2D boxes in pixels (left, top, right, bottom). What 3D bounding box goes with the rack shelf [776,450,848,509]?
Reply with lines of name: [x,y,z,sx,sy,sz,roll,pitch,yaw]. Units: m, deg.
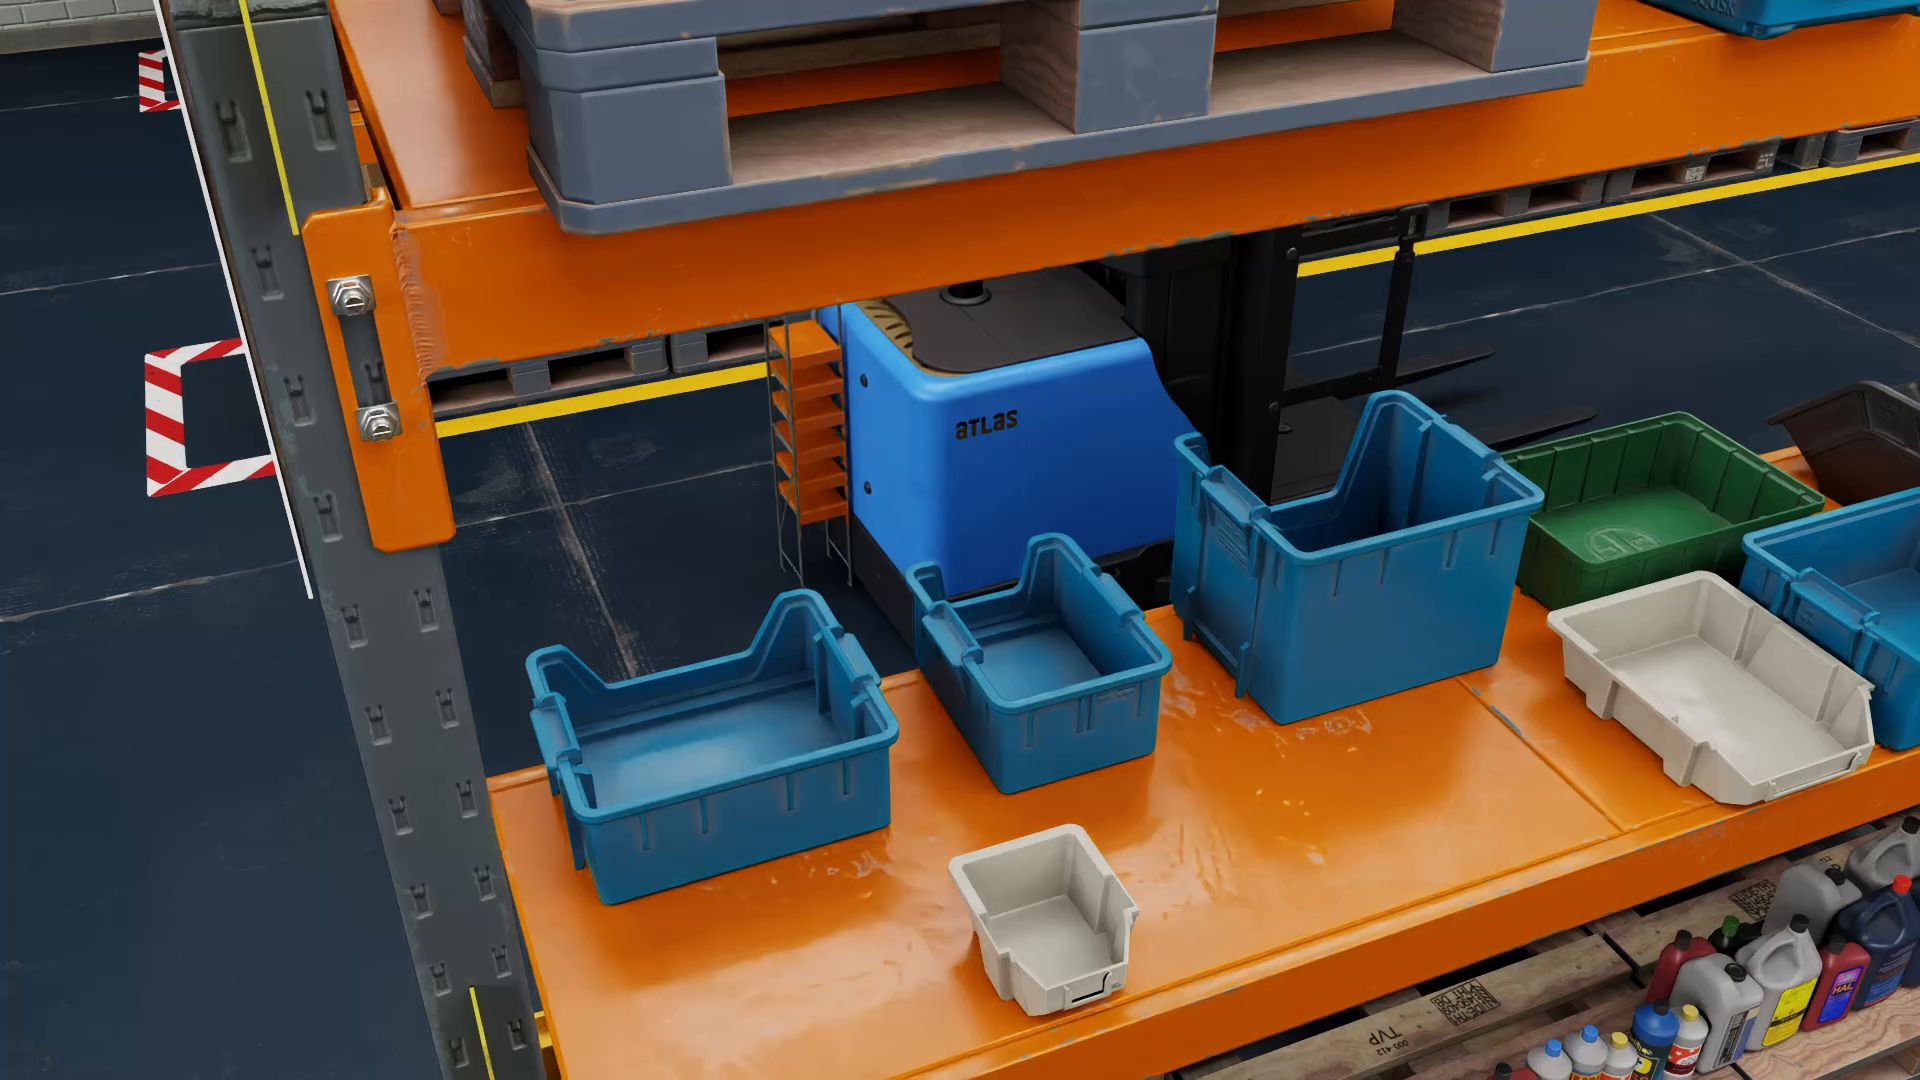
rack shelf: [-0.522,-0.230,5.804,0.180,0.103,0.258,-14,36,-21]

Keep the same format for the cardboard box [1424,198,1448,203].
cardboard box: [2.387,-1.979,8.677,0.500,0.250,0.500,-14,36,-20]

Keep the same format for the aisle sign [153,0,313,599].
aisle sign: [-0.757,-0.368,1.681,0.004,0.787,0.394,-13,35,-19]

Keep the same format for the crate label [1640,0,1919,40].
crate label: [1.050,-0.864,2.214,0.408,0.251,0.502,-13,35,-19]

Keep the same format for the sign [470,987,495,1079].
sign: [-0.595,0.721,2.138,0.005,0.325,0.100,-13,35,-19]

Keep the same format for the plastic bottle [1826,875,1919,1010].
plastic bottle: [2.225,0.962,4.046,0.185,0.351,0.144,-15,36,-21]

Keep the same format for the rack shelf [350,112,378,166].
rack shelf: [-0.874,-2.053,7.314,4.000,0.370,1.077,-13,35,-19]

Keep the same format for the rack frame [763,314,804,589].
rack frame: [-0.605,-0.346,5.682,0.006,1.200,0.240,-14,36,-21]

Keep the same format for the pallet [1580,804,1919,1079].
pallet: [2.249,1.005,4.512,1.213,0.211,1.003,-13,35,-19]

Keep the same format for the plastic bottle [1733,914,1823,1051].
plastic bottle: [1.928,1.031,3.941,0.185,0.351,0.144,-13,35,-19]

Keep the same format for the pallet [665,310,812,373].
pallet: [-0.906,-1.201,7.903,1.213,0.211,1.003,-13,35,-19]

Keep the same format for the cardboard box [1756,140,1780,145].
cardboard box: [4.268,-2.411,9.341,0.500,0.250,0.500,-12,35,-18]

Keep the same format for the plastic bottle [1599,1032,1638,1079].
plastic bottle: [1.488,1.208,3.806,0.097,0.201,0.097,0,33,0]

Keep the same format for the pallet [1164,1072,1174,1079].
pallet: [-0.001,1.520,3.721,1.213,0.211,1.003,-13,35,-19]

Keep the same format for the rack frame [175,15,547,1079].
rack frame: [-0.804,0.560,2.640,0.127,3.000,1.000,-13,35,-19]

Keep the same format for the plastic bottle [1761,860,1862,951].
plastic bottle: [2.145,0.925,4.173,0.135,0.276,0.152,-13,35,-19]

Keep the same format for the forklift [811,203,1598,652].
forklift: [1.030,-1.362,5.655,3.031,2.935,1.130,-14,36,-21]

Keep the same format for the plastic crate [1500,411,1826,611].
plastic crate: [1.524,-0.051,3.773,0.662,0.188,0.450,-13,35,-19]

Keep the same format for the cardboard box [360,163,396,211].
cardboard box: [-2.338,-1.533,7.304,0.500,0.500,0.500,-13,35,-19]

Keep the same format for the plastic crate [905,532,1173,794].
plastic crate: [0.143,0.232,3.280,0.408,0.251,0.499,-13,35,-19]

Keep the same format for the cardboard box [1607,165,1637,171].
cardboard box: [3.329,-2.196,9.010,0.500,0.250,0.500,-12,35,-18]

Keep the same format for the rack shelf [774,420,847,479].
rack shelf: [-0.522,-0.330,5.739,0.180,0.103,0.258,-14,36,-21]

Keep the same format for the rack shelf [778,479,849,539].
rack shelf: [-0.522,-0.129,5.870,0.180,0.103,0.258,-14,36,-21]

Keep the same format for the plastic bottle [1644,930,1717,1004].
plastic bottle: [1.734,1.038,3.992,0.133,0.283,0.061,-13,35,-19]

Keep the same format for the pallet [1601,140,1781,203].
pallet: [3.884,-2.298,9.588,1.213,0.211,1.003,-13,35,-19]

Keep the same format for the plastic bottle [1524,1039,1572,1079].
plastic bottle: [1.305,1.220,3.722,0.097,0.271,0.097,0,33,0]

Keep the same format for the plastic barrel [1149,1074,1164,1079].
plastic barrel: [0.236,1.143,3.639,0.421,0.512,0.421,0,33,0]

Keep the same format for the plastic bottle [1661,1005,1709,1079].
plastic bottle: [1.678,1.164,3.873,0.097,0.201,0.097,0,33,0]

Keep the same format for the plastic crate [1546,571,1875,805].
plastic crate: [1.485,0.296,3.287,0.437,0.136,0.530,-13,35,-19]

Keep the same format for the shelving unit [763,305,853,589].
shelving unit: [-0.522,-0.368,5.715,0.189,1.200,0.258,-14,36,-21]

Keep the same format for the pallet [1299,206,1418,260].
pallet: [1.635,-1.783,8.797,1.213,0.211,1.003,-13,35,-19]

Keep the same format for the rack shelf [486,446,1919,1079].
rack shelf: [1.040,0.439,3.485,4.000,0.370,1.077,-13,35,-19]

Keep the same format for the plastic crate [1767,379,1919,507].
plastic crate: [2.353,-0.212,3.883,0.504,0.338,0.767,-13,35,-19]
